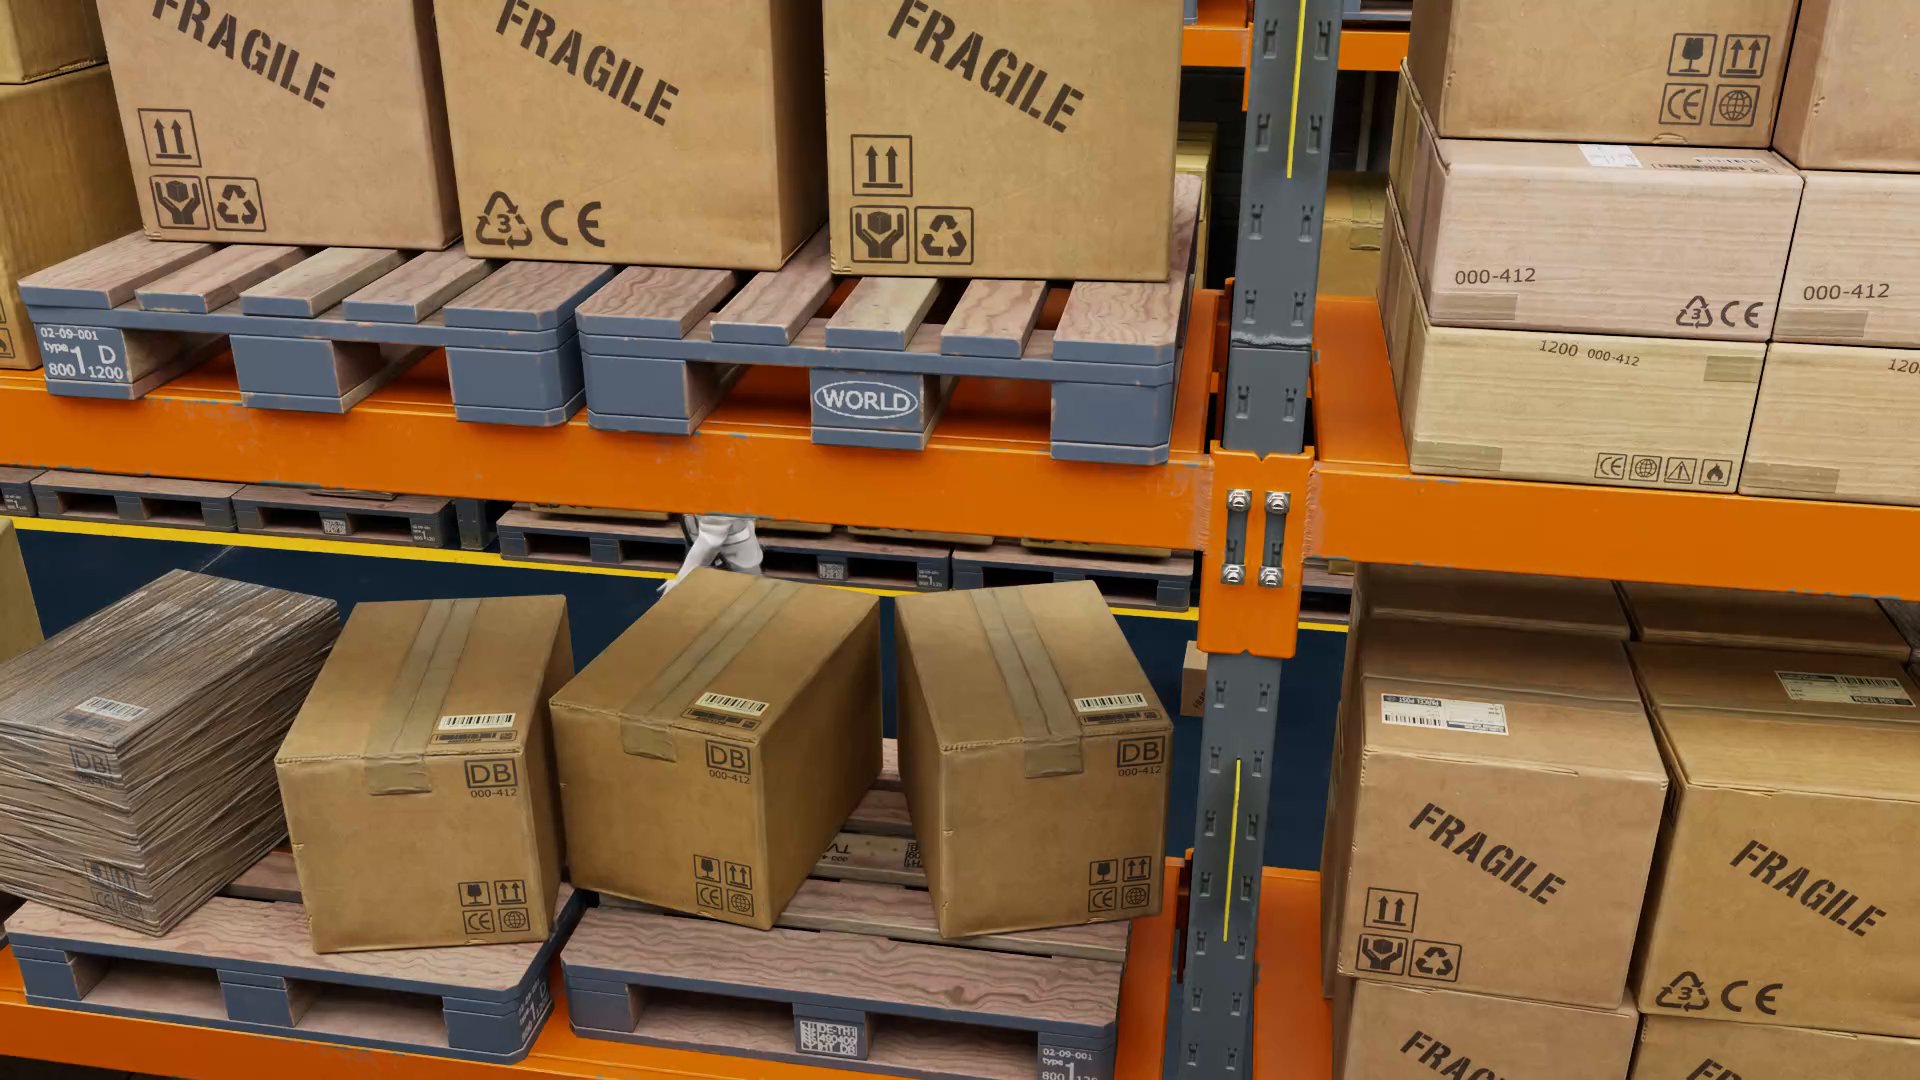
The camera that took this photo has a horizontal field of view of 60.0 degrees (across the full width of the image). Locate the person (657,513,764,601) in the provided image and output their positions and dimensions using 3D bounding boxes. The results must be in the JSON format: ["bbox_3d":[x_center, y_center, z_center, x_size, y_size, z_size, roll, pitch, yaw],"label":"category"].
[{"bbox_3d":[-1.024,0.093,6.841,1.020,1.621,0.496,-5,26,-11],"label":"person"}]
